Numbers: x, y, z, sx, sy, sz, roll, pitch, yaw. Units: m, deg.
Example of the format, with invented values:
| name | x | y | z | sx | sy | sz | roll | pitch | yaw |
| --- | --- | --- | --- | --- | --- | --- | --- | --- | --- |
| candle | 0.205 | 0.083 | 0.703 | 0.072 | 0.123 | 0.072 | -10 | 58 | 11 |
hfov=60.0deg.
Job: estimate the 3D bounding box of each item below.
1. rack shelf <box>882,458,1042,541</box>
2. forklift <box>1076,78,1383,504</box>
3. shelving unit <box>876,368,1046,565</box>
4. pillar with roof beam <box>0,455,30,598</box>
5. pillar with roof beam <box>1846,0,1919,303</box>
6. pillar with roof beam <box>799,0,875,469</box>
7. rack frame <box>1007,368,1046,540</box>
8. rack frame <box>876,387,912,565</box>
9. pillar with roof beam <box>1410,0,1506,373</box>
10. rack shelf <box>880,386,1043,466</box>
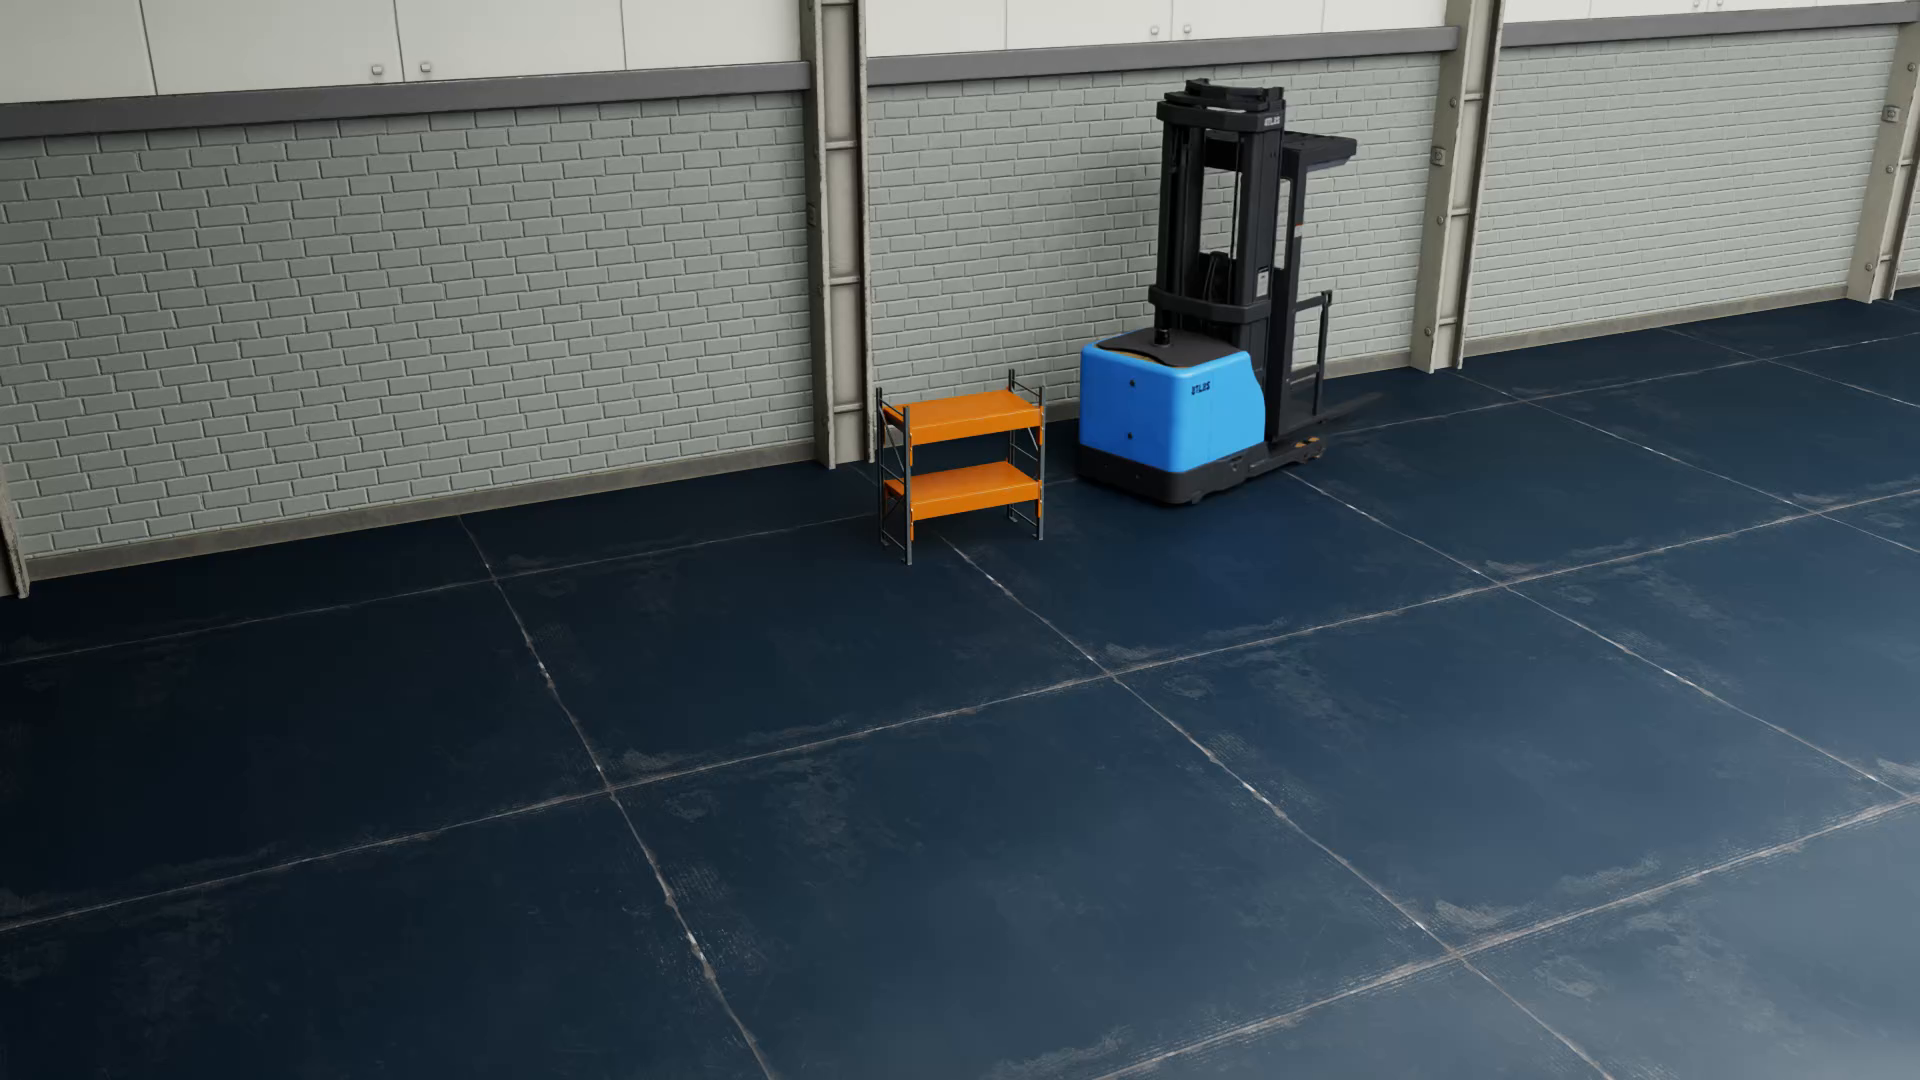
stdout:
| name | x | y | z | sx | sy | sz | roll | pitch | yaw |
| --- | --- | --- | --- | --- | --- | --- | --- | --- | --- |
| rack shelf | 0.006 | -0.295 | 11.631 | 1.000 | 0.278 | 0.538 | -10 | 25 | -24 |
| forklift | 2.298 | -2.084 | 12.951 | 3.031 | 2.935 | 1.130 | -21 | 30 | -40 |
| shelving unit | 0.006 | -0.521 | 11.538 | 1.048 | 1.125 | 0.538 | -10 | 25 | -24 |
| pillar with roof beam | -4.460 | -2.322 | 5.594 | 0.400 | 9.000 | 9.100 | -10 | 25 | -24 |
| pillar with roof beam | 11.759 | -5.308 | 12.807 | 0.400 | 9.000 | 9.100 | -10 | 25 | -24 |
| pillar with roof beam | 0.946 | -3.317 | 7.998 | 0.400 | 9.000 | 9.100 | -10 | 25 | -24 |
| rack frame | 0.464 | -0.605 | 11.741 | 0.032 | 1.125 | 0.500 | -10 | 25 | -24 |
| rack frame | -0.452 | -0.437 | 11.334 | 0.032 | 1.125 | 0.500 | -10 | 25 | -24 |
| pillar with roof beam | 6.353 | -4.313 | 10.403 | 0.400 | 9.000 | 9.100 | -10 | 25 | -24 |
| rack shelf | 0.006 | -0.791 | 11.426 | 1.000 | 0.278 | 0.538 | -10 | 25 | -24 |
